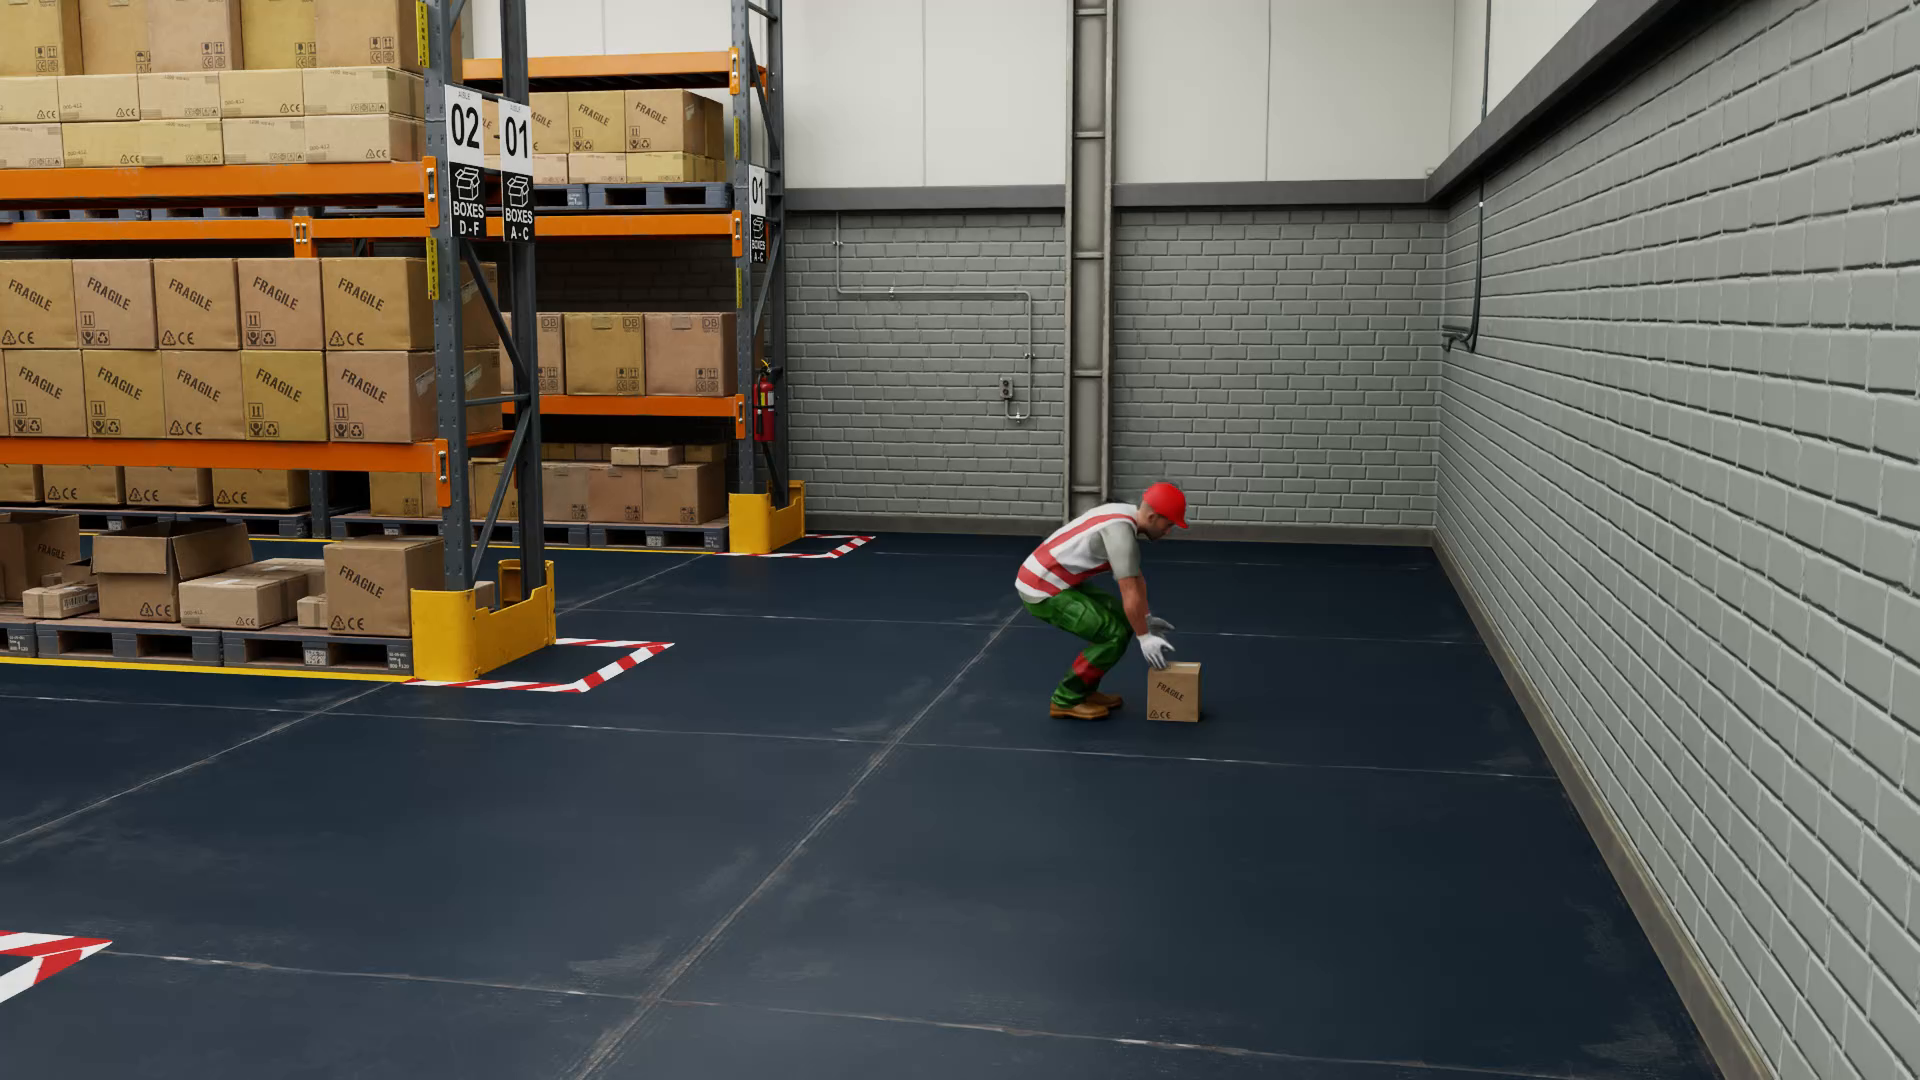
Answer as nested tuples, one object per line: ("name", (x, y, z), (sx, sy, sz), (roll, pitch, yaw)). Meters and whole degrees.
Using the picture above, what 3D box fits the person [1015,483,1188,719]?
("person", (0.712, 0.291, 8.381), (0.852, 1.172, 0.584), (2, 8, 11))
